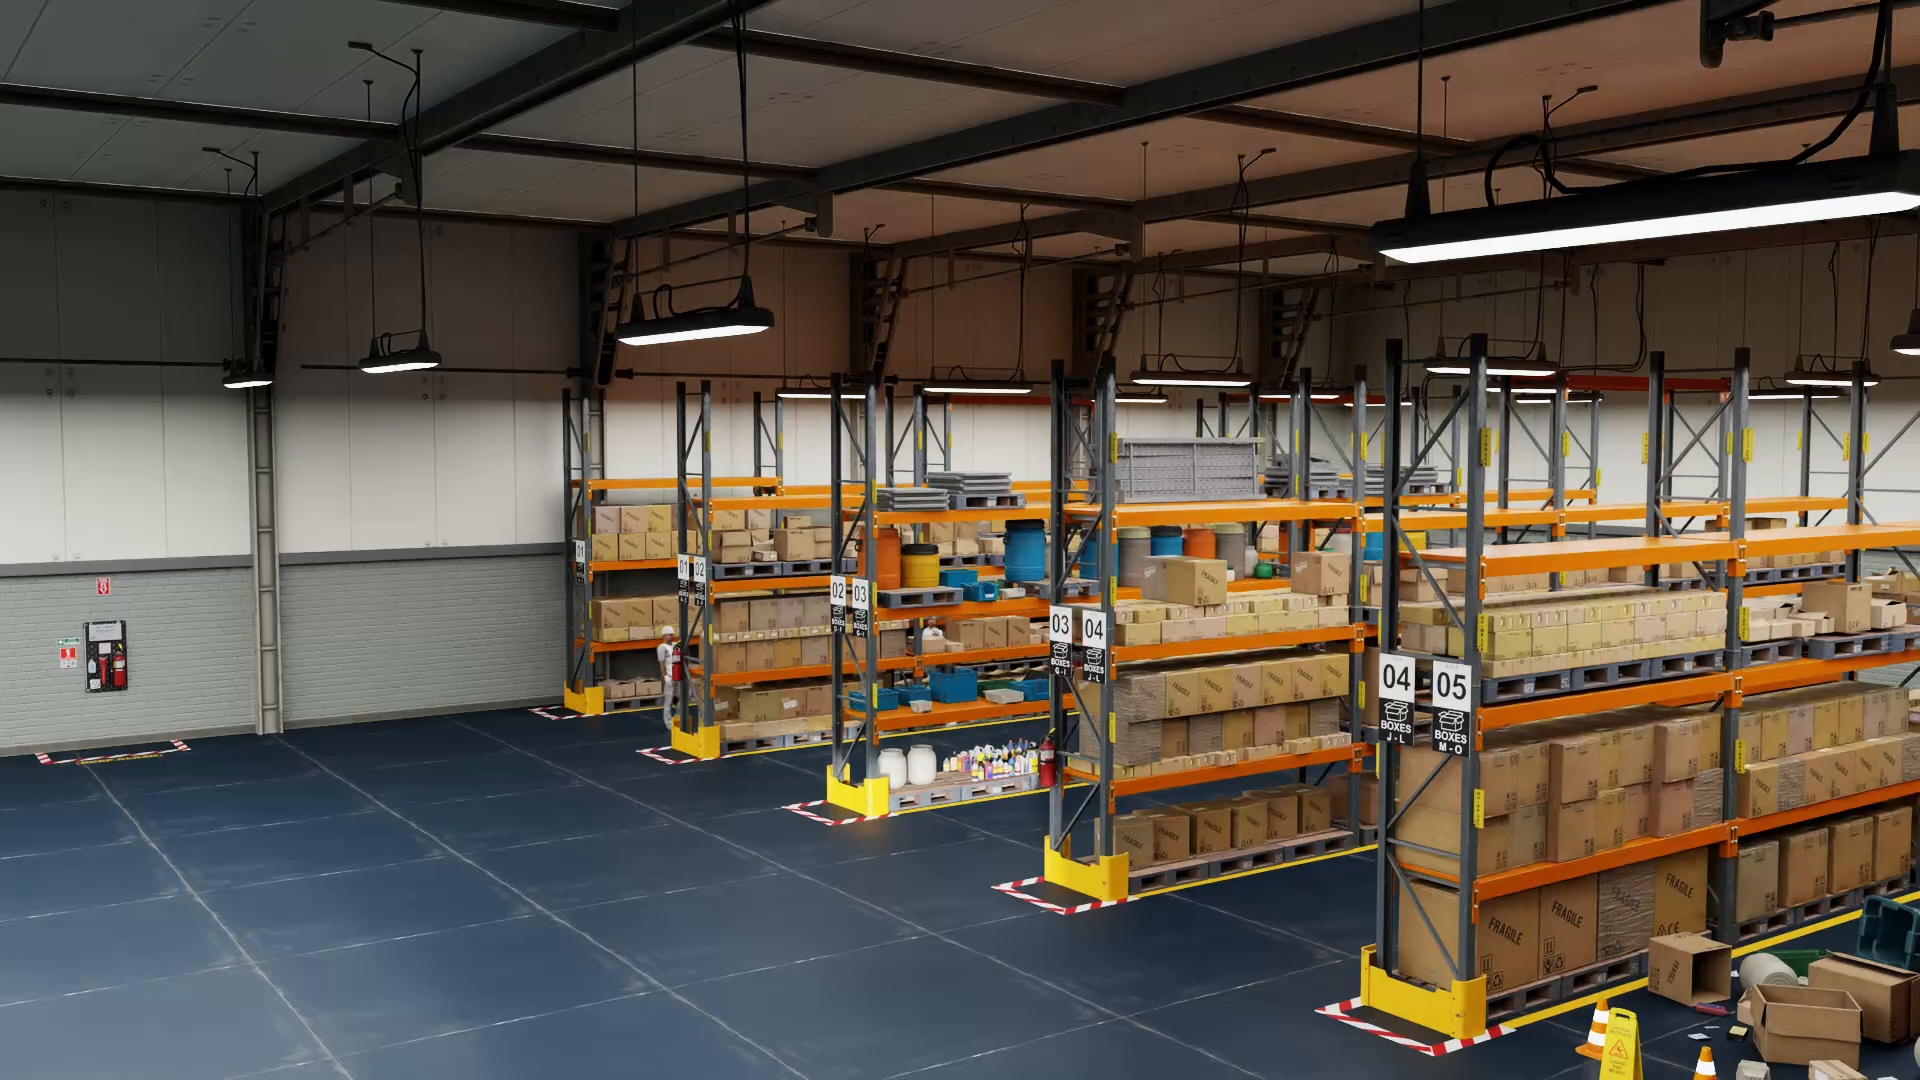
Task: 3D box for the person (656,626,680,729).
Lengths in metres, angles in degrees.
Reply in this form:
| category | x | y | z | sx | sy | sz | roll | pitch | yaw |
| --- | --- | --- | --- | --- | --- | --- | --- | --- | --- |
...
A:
| category | x | y | z | sx | sy | sz | roll | pitch | yaw |
| --- | --- | --- | --- | --- | --- | --- | --- | --- | --- |
| person | -5.021 | 2.408 | 29.118 | 0.620 | 1.806 | 0.575 | -4 | 5 | -44 |

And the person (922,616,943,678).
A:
| category | x | y | z | sx | sy | sz | roll | pitch | yaw |
| --- | --- | --- | --- | --- | --- | --- | --- | --- | --- |
| person | -0.484 | 2.250 | 32.412 | 0.658 | 1.660 | 0.569 | -3 | 4 | -34 |
